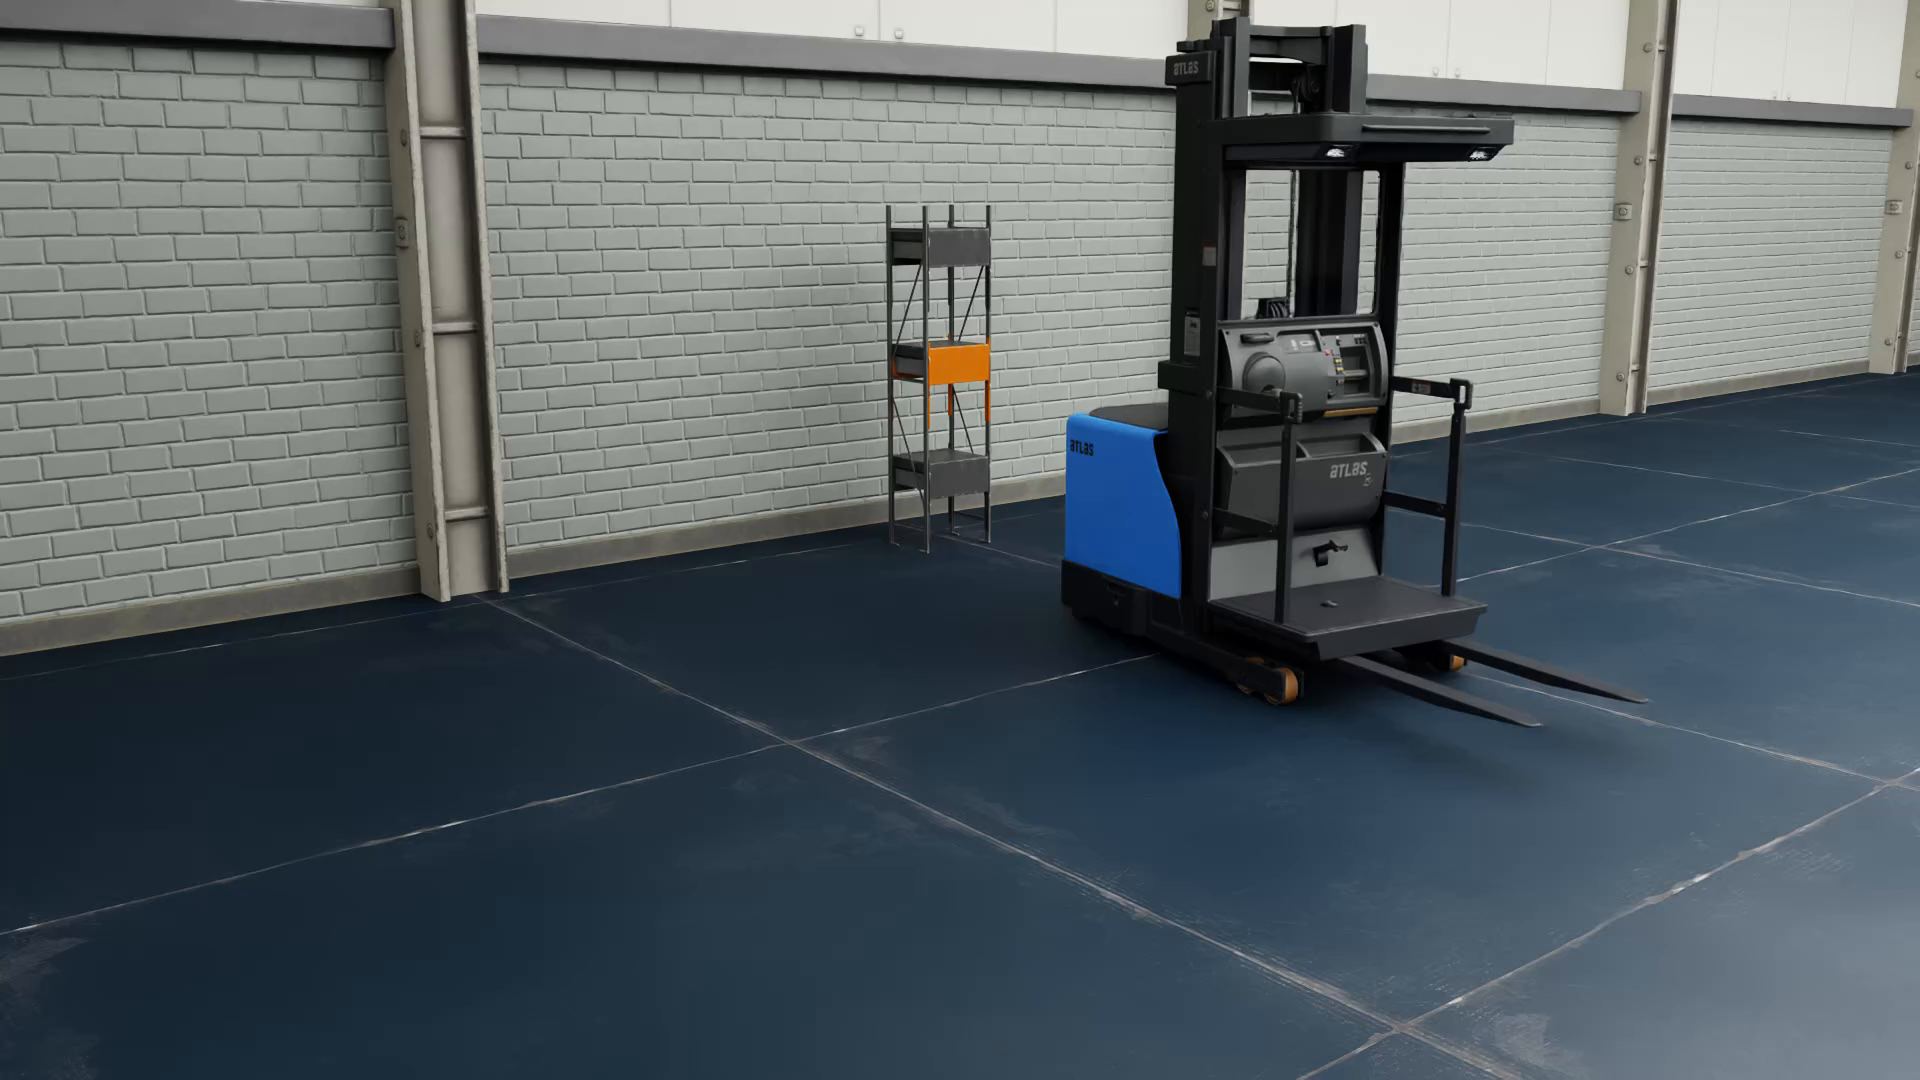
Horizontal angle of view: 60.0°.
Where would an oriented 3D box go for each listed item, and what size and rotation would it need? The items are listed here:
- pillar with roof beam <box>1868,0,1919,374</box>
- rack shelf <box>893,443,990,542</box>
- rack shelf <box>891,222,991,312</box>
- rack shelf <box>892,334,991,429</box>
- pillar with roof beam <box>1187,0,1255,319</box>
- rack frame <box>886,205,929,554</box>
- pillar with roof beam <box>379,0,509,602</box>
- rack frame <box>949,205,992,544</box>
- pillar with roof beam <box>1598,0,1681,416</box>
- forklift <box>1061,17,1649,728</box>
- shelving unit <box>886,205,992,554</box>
[{"bbox_3d":[13.979,-5.753,16.057,0.400,9.000,9.100,-9,15,-38],"label":"pillar with roof beam"},{"bbox_3d":[-0.129,-0.308,10.458,0.480,0.518,0.431,-9,15,-38],"label":"rack shelf"},{"bbox_3d":[-0.129,-1.677,10.167,0.480,0.518,0.431,-9,15,-38],"label":"rack shelf"},{"bbox_3d":[-0.129,-0.992,10.312,0.480,0.518,0.431,-9,15,-38],"label":"rack shelf"},{"bbox_3d":[4.609,-4.196,8.724,0.400,9.000,9.100,-9,15,-38],"label":"pillar with roof beam"},{"bbox_3d":[-0.320,-0.974,10.160,0.015,2.100,0.400,-9,15,-38],"label":"rack frame"},{"bbox_3d":[-0.076,-3.417,5.057,0.400,9.000,9.100,-9,15,-38],"label":"pillar with roof beam"},{"bbox_3d":[0.061,-1.037,10.459,0.015,2.100,0.400,-9,15,-38],"label":"rack frame"},{"bbox_3d":[9.294,-4.974,12.390,0.400,9.000,9.100,-9,15,-38],"label":"pillar with roof beam"},{"bbox_3d":[1.694,-0.822,7.444,1.130,2.935,3.031,-7,14,-29],"label":"forklift"},{"bbox_3d":[-0.129,-1.006,10.310,0.503,2.100,0.431,-9,15,-38],"label":"shelving unit"}]
